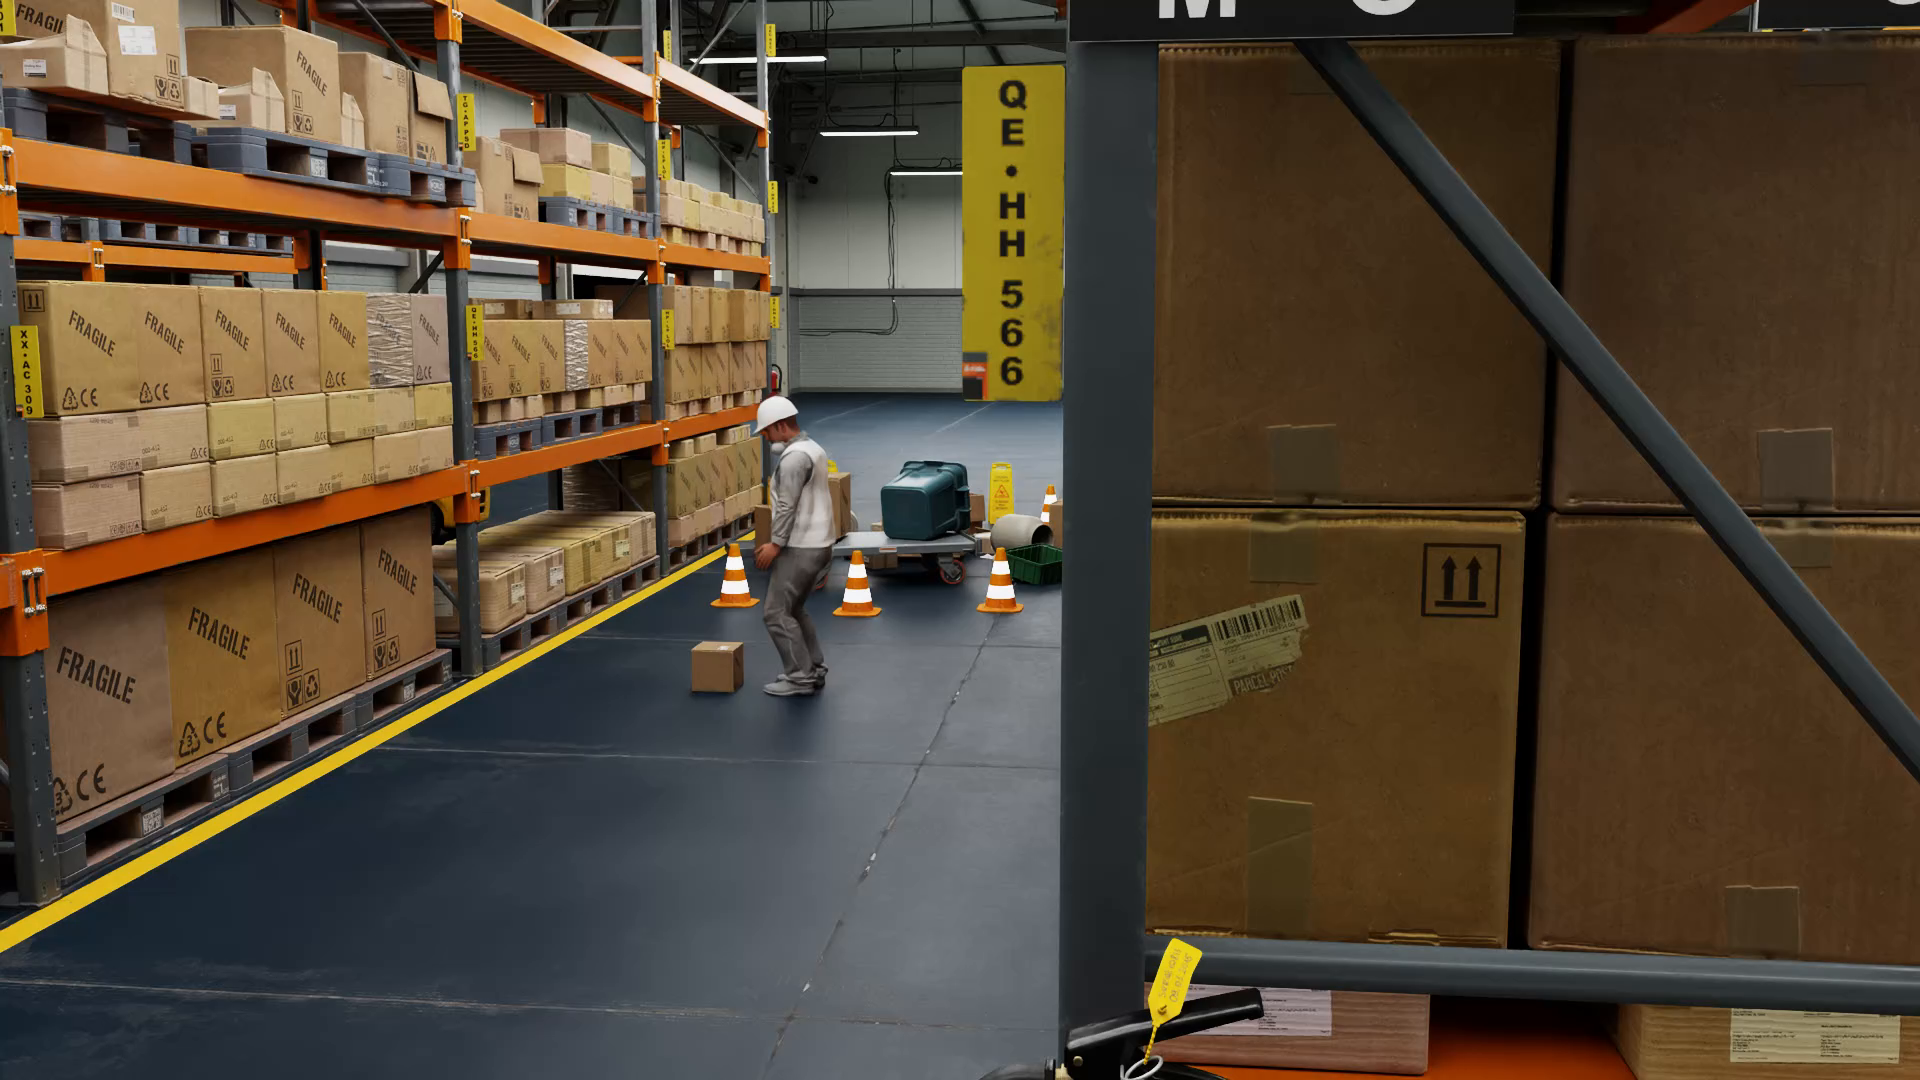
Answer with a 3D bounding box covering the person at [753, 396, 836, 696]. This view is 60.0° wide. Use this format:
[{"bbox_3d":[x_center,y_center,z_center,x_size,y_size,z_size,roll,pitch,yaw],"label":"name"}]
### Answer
[{"bbox_3d":[-0.965,0.031,9.658,0.457,1.729,0.556,1,8,8],"label":"person"}]
